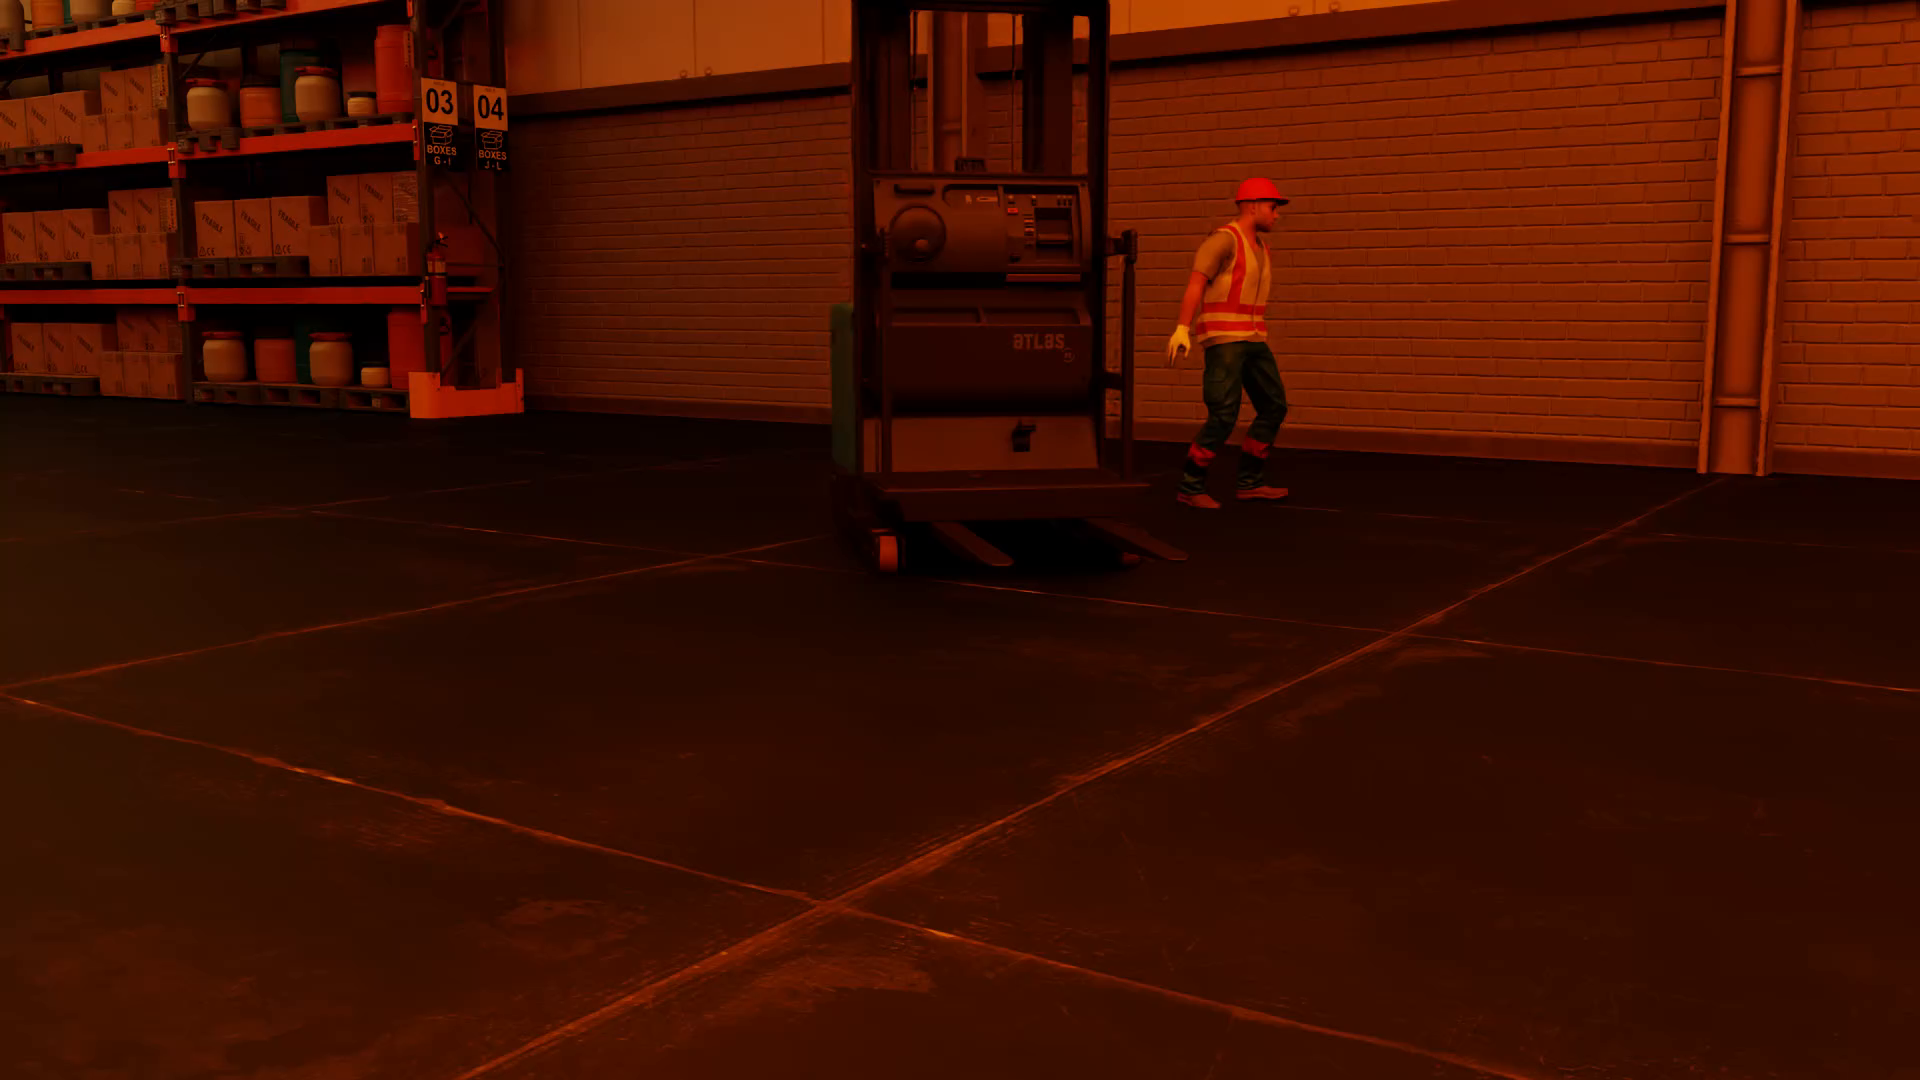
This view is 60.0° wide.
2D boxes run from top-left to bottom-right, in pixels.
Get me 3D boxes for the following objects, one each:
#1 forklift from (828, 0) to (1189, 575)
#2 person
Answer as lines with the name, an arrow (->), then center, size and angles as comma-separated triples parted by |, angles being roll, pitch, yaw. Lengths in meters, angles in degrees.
forklift -> 0.140, -1.366, 6.796 | 1.130, 2.935, 3.031 | -2, 8, -11
person -> 1.438, -1.034, 8.833 | 0.464, 1.749, 0.868 | 8, 11, 43
